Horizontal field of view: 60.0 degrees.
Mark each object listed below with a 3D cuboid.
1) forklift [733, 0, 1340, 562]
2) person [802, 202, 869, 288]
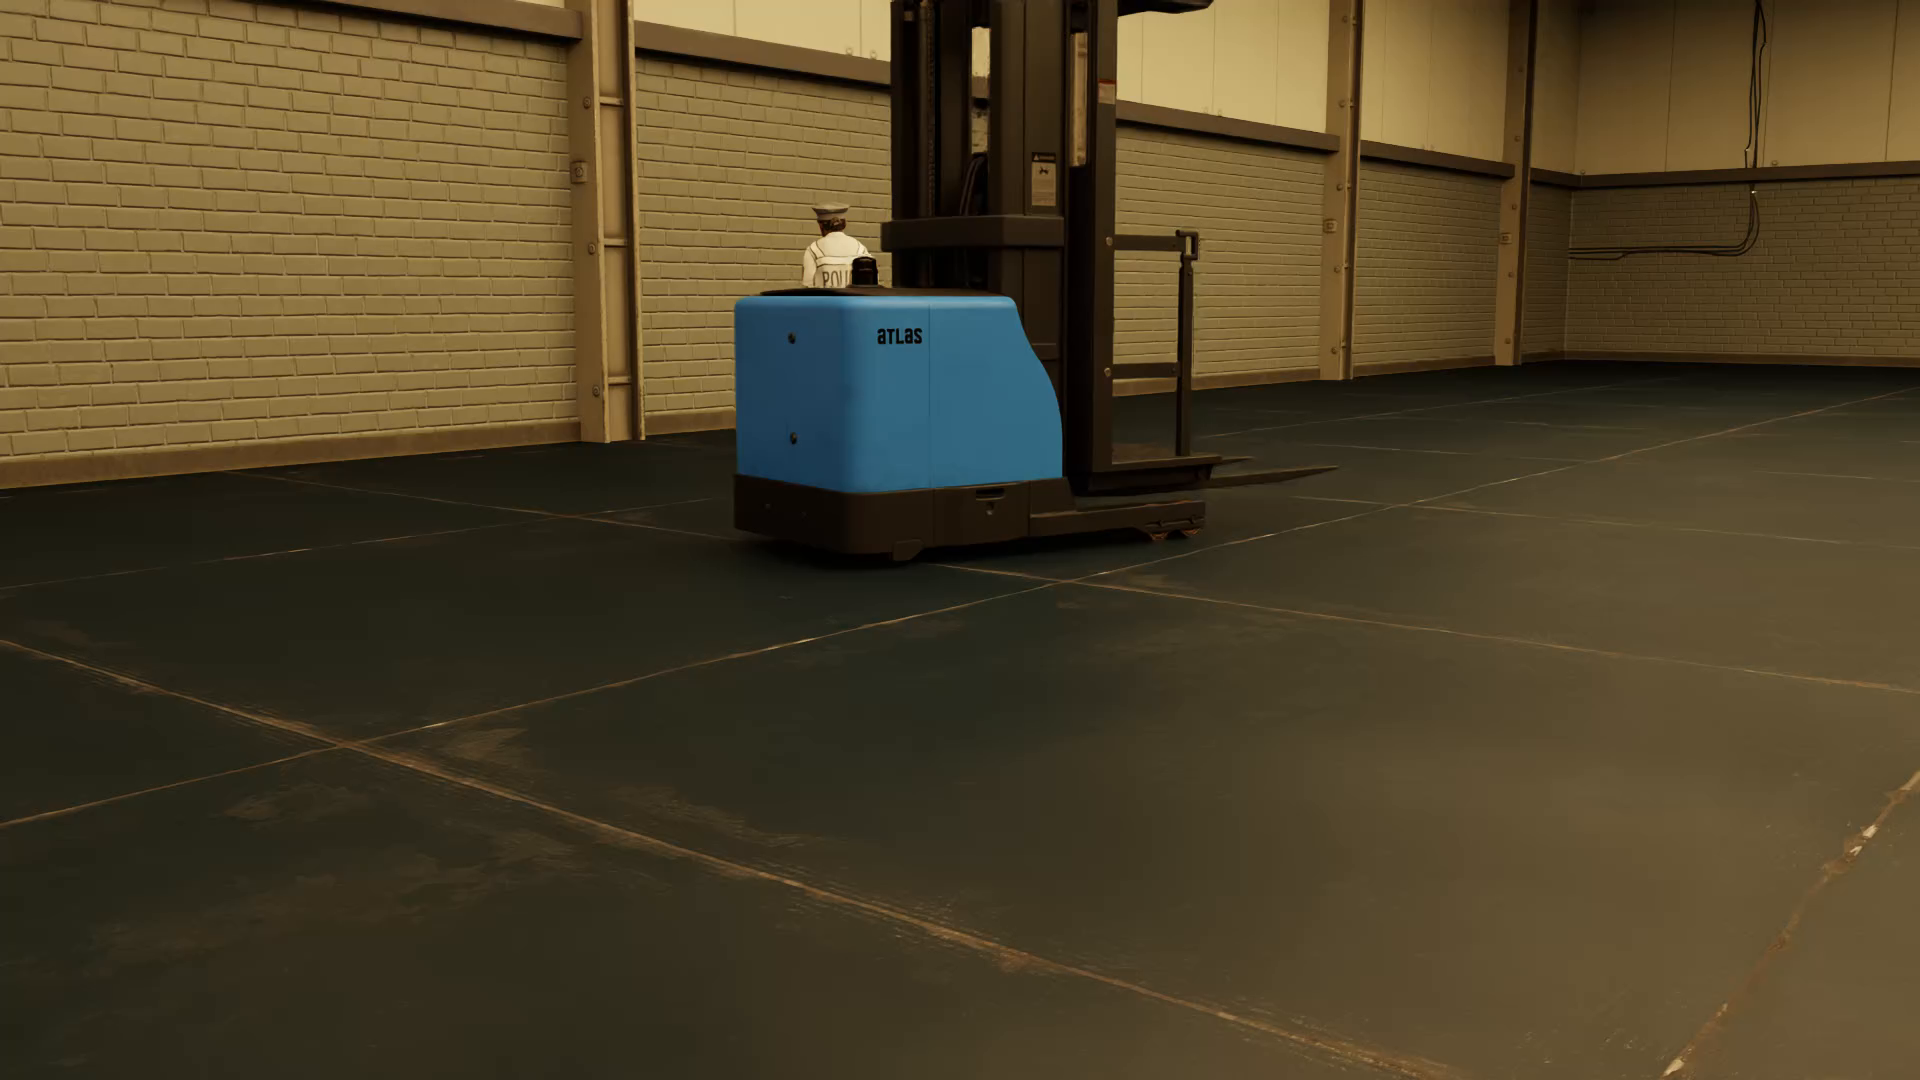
[{"bbox_3d":[0.499,-1.507,7.579,3.031,2.935,1.130,-6,10,-36],"label":"forklift"},{"bbox_3d":[-0.743,-1.272,10.373,0.529,1.659,0.398,-2,9,-15],"label":"person"}]
